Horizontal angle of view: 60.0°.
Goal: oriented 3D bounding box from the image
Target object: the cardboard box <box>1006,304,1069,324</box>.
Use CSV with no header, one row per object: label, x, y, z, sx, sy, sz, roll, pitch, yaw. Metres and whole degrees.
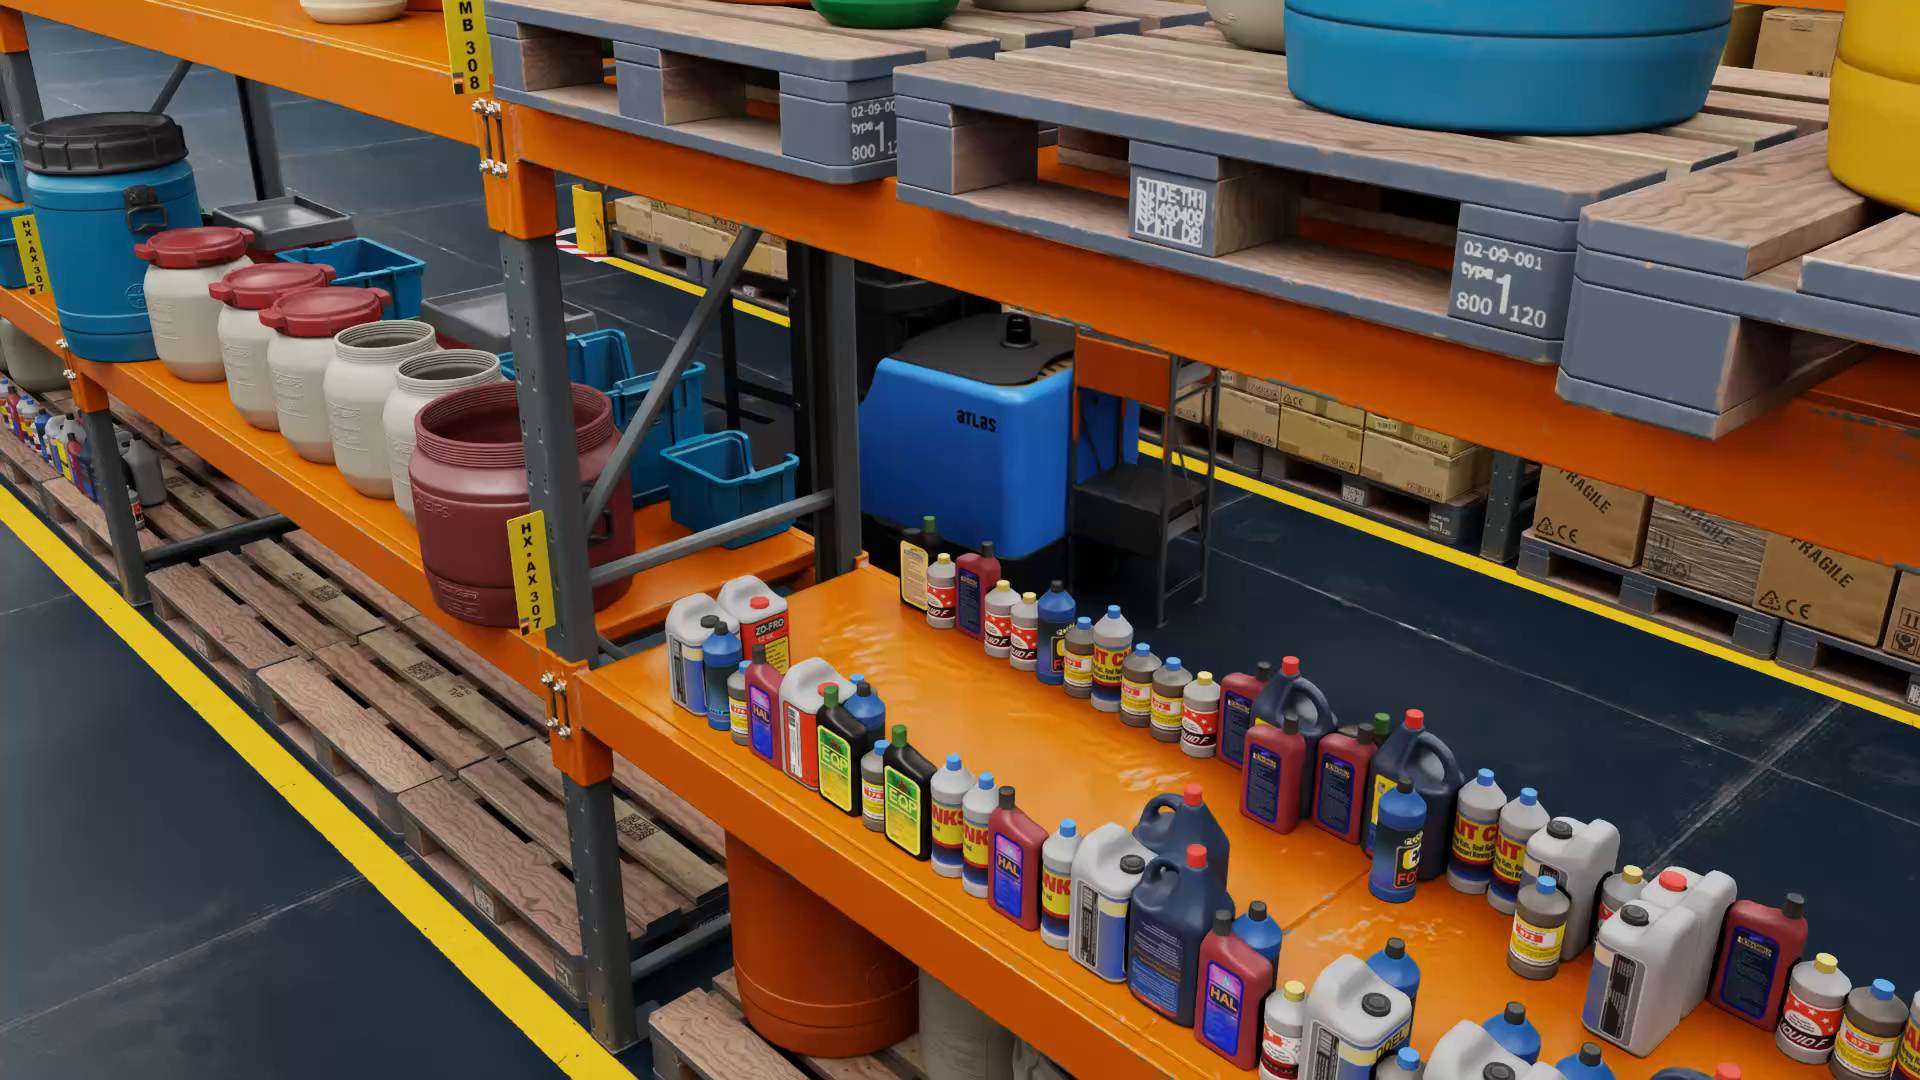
cardboard box,0.626,-1.460,9.967,0.500,0.311,0.500,-22,32,-39

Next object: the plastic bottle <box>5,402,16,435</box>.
plastic bottle,-5.083,-0.679,8.966,0.097,0.201,0.097,0,25,0

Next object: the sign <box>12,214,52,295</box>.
sign,-3.840,-1.183,6.895,0.100,0.325,0.005,-21,32,-38

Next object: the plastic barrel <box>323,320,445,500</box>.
plastic barrel,-1.844,-0.427,5.437,0.421,0.512,0.421,0,25,0

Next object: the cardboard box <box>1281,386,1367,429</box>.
cardboard box,2.023,-0.841,8.611,0.500,0.311,0.500,-22,32,-39

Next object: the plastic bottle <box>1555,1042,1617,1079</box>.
plastic bottle,1.015,0.941,2.729,0.097,0.271,0.097,0,25,0

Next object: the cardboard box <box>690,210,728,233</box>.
cardboard box,-1.649,-2.582,12.200,0.500,0.500,0.500,-21,32,-38

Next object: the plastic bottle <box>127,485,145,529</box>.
plastic bottle,-3.907,-0.158,7.824,0.097,0.201,0.097,0,25,0

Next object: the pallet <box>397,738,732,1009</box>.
pallet,-1.198,1.025,5.748,1.003,0.211,1.213,-21,32,-38

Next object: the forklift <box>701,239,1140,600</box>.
forklift,-0.601,-1.511,8.031,3.031,2.935,1.130,19,30,35

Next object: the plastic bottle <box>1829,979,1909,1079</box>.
plastic bottle,1.622,0.873,2.961,0.097,0.201,0.097,0,25,0

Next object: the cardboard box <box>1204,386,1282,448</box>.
cardboard box,1.687,-0.740,9.065,0.500,0.250,0.500,-20,31,-37

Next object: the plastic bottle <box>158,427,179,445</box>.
plastic bottle,-4.191,-0.669,8.854,0.152,0.276,0.135,-21,32,-38

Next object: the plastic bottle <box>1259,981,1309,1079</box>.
plastic bottle,0.587,0.875,2.957,0.097,0.201,0.097,0,25,0

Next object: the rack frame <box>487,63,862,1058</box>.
rack frame,-0.697,0.003,4.630,1.000,3.000,0.127,-21,32,-38

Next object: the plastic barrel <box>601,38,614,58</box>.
plastic barrel,-0.903,-1.352,4.172,0.294,0.245,0.294,0,25,0

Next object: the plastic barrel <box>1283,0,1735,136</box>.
plastic barrel,0.758,-1.043,2.199,0.600,0.901,0.708,-21,32,-38

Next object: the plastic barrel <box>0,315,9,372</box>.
plastic barrel,-5.660,-1.303,9.983,0.421,0.512,0.421,0,25,0

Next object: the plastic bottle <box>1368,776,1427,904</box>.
plastic bottle,0.909,0.613,3.448,0.097,0.271,0.097,0,25,0

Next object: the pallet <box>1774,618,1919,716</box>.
pallet,4.233,0.474,6.958,1.003,0.211,1.213,-21,32,-38

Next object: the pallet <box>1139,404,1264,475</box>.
pallet,1.557,-0.763,9.668,1.003,0.211,1.213,-21,32,-38

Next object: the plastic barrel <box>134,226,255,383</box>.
plastic barrel,-2.937,-0.919,6.487,0.433,0.535,0.433,0,25,0

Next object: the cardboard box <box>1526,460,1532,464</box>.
cardboard box,2.777,-0.584,8.722,0.500,0.250,0.500,-21,32,-39

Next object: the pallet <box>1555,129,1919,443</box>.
pallet,1.430,-0.274,1.850,1.213,0.211,1.003,-21,32,-38

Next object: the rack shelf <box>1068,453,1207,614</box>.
rack shelf,0.810,-0.037,7.520,0.480,0.518,0.431,19,30,35

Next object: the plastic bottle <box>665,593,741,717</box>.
plastic bottle,-0.638,0.282,4.168,0.152,0.276,0.135,-21,32,-38

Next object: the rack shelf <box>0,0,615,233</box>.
rack shelf,-2.064,-1.641,5.485,1.077,0.370,4.000,-21,32,-38

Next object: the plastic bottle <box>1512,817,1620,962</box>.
plastic bottle,1.207,0.672,3.313,0.152,0.276,0.135,-21,32,-38

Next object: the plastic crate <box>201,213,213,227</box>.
plastic crate,-3.696,-1.376,7.727,0.767,0.338,0.504,-21,32,-38

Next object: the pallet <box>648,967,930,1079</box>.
pallet,-0.128,1.498,4.712,1.003,0.211,1.213,-21,32,-38

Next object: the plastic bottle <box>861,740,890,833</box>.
plastic bottle,-0.171,0.539,3.693,0.097,0.201,0.097,0,25,0

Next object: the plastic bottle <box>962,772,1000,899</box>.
plastic bottle,0.053,0.607,3.461,0.097,0.271,0.097,0,25,0

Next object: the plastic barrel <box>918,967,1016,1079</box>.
plastic barrel,0.101,1.232,4.426,0.421,0.512,0.421,0,25,0

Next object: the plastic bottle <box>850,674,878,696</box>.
plastic bottle,-0.243,0.415,3.966,0.097,0.201,0.097,0,25,0

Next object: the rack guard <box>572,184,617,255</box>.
rack guard,-2.563,-2.695,13.556,1.175,0.500,0.348,-21,32,-38

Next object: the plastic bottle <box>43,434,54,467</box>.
plastic bottle,-4.643,-0.484,8.539,0.097,0.201,0.097,0,25,0

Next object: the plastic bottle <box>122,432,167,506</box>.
plastic bottle,-3.977,-0.359,8.083,0.144,0.351,0.185,-21,32,-38

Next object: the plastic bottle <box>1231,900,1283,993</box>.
plastic bottle,0.540,0.786,3.069,0.097,0.271,0.097,0,25,0

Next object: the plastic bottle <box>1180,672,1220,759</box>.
plastic bottle,0.580,0.411,3.975,0.097,0.201,0.097,0,25,0

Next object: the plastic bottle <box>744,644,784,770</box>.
plastic bottle,-0.446,0.391,3.920,0.061,0.283,0.133,-21,32,-38

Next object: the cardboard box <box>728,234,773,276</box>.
cardboard box,-1.319,-2.085,12.013,0.500,0.250,0.500,-21,32,-38

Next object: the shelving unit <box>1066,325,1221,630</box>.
shelving unit,0.810,-0.686,7.224,0.503,2.100,0.431,19,30,35

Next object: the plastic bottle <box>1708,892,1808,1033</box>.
plastic bottle,1.490,0.766,3.097,0.061,0.283,0.133,-21,32,-38

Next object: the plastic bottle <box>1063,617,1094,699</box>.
plastic bottle,0.313,0.293,4.233,0.097,0.201,0.097,0,25,0

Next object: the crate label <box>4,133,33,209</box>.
crate label,-4.710,-1.956,8.882,0.502,0.435,0.616,-21,32,-38

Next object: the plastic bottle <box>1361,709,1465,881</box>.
plastic bottle,0.968,0.529,3.535,0.144,0.351,0.185,-21,32,-38

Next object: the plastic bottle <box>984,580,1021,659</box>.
plastic bottle,0.114,0.204,4.427,0.097,0.201,0.097,0,25,0

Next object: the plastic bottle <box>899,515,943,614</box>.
plastic bottle,-0.109,0.057,4.651,0.061,0.283,0.133,-21,32,-38

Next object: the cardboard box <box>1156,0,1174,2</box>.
cardboard box,1.852,-4.973,14.790,0.500,0.500,0.500,23,33,40

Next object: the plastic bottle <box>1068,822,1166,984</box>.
plastic bottle,0.310,0.702,3.247,0.152,0.276,0.135,-21,32,-38

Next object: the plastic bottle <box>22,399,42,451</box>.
plastic bottle,-4.851,-0.608,8.726,0.097,0.271,0.097,0,25,0

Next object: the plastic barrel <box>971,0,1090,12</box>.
plastic barrel,0.143,-1.207,3.328,0.301,0.262,0.301,0,25,0

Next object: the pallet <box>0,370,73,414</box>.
pallet,-5.528,-0.895,9.958,1.003,0.211,1.213,-21,32,-38

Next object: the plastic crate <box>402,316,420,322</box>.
plastic crate,-2.035,-0.665,6.350,0.450,0.188,0.662,-21,32,-38

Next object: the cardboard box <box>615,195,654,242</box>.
cardboard box,-2.343,-2.540,13.010,0.500,0.250,0.500,-21,32,-38

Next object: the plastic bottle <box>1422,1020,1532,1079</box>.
plastic bottle,0.845,0.939,2.727,0.152,0.276,0.135,-21,32,-38

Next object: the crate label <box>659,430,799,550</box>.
crate label,-0.712,-0.155,5.178,0.303,0.233,0.416,-21,32,-38

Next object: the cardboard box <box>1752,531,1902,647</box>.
cardboard box,3.725,0.065,6.975,0.500,0.500,0.500,-22,32,-39

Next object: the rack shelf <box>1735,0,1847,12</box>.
rack shelf,4.288,-1.833,5.907,1.077,0.370,4.000,-21,32,-38

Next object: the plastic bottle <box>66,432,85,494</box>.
plastic bottle,-4.355,-0.383,8.218,0.061,0.283,0.133,-19,30,-35
